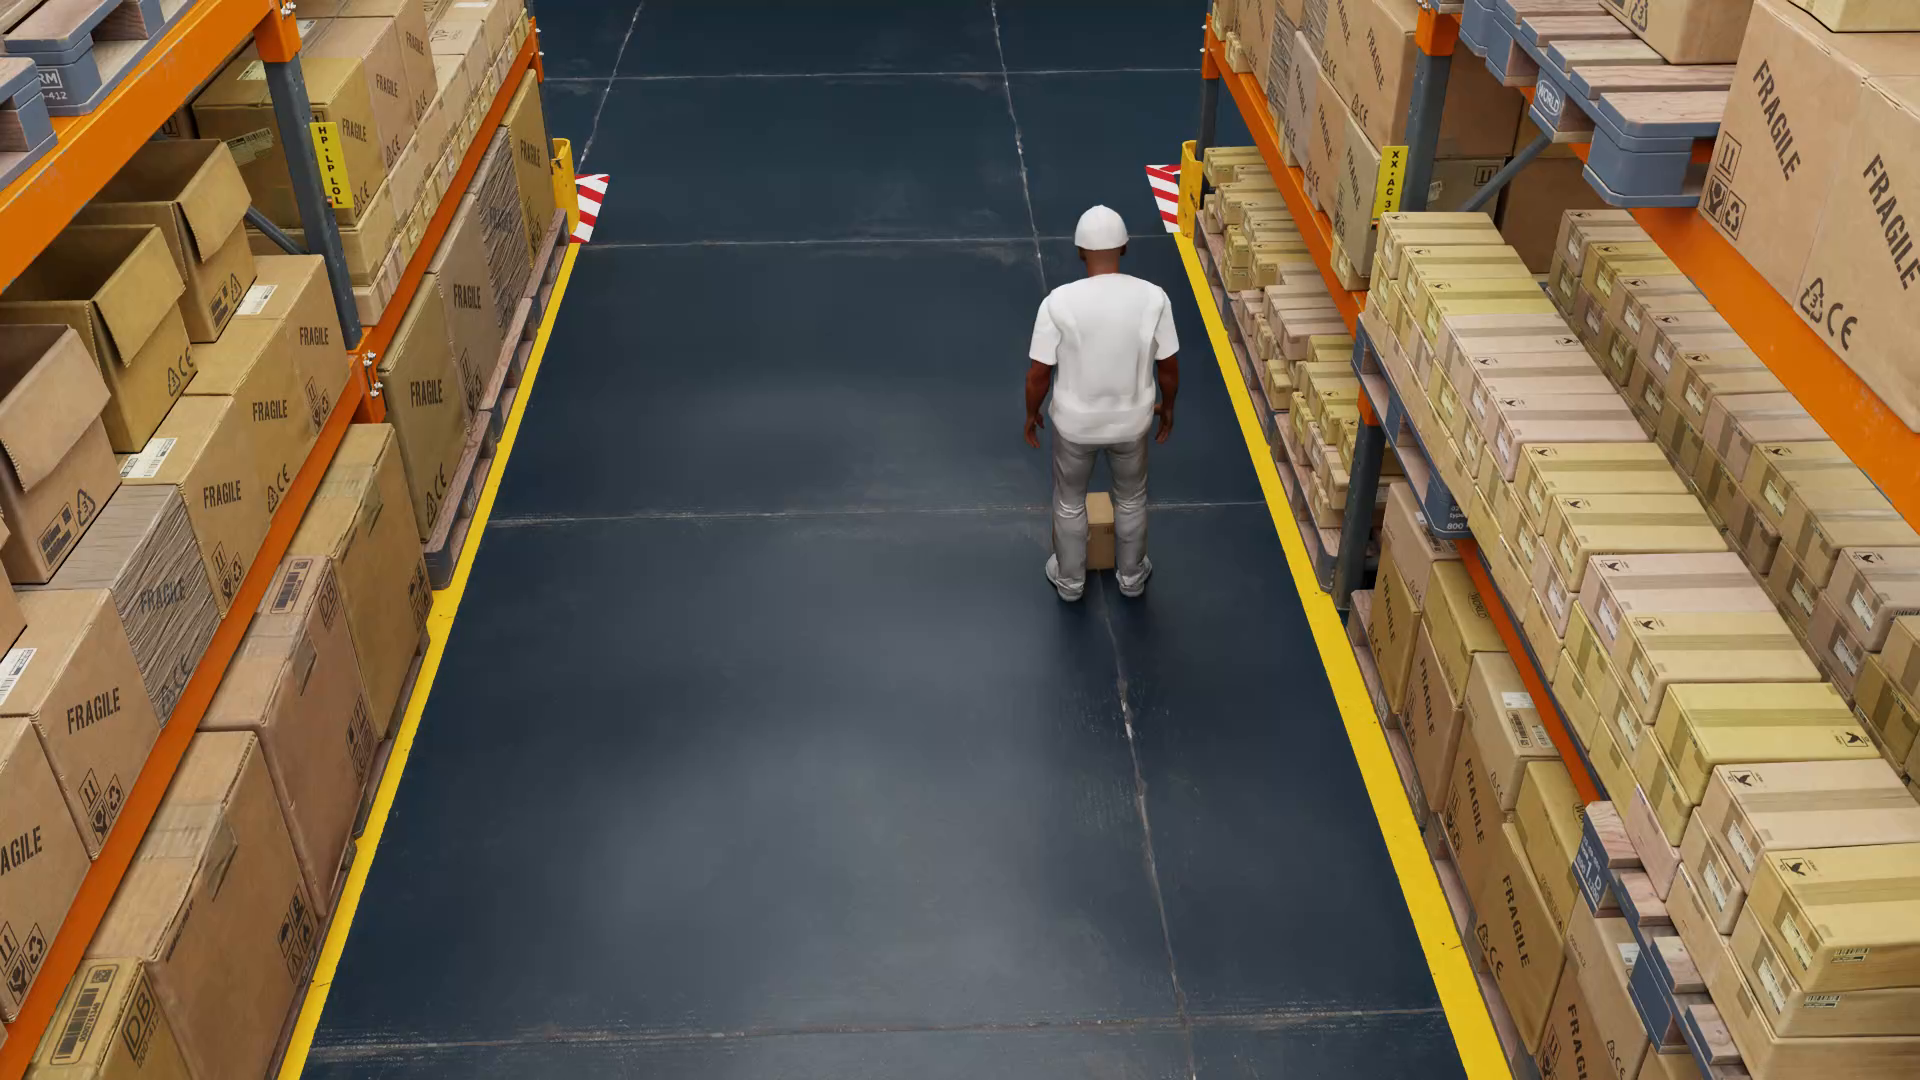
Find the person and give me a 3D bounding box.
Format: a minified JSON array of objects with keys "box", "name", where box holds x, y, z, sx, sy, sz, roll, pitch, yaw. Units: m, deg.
[{"box":[0.580,-0.530,6.885,0.635,1.760,0.463,-2,35,-3],"name":"person"}]
